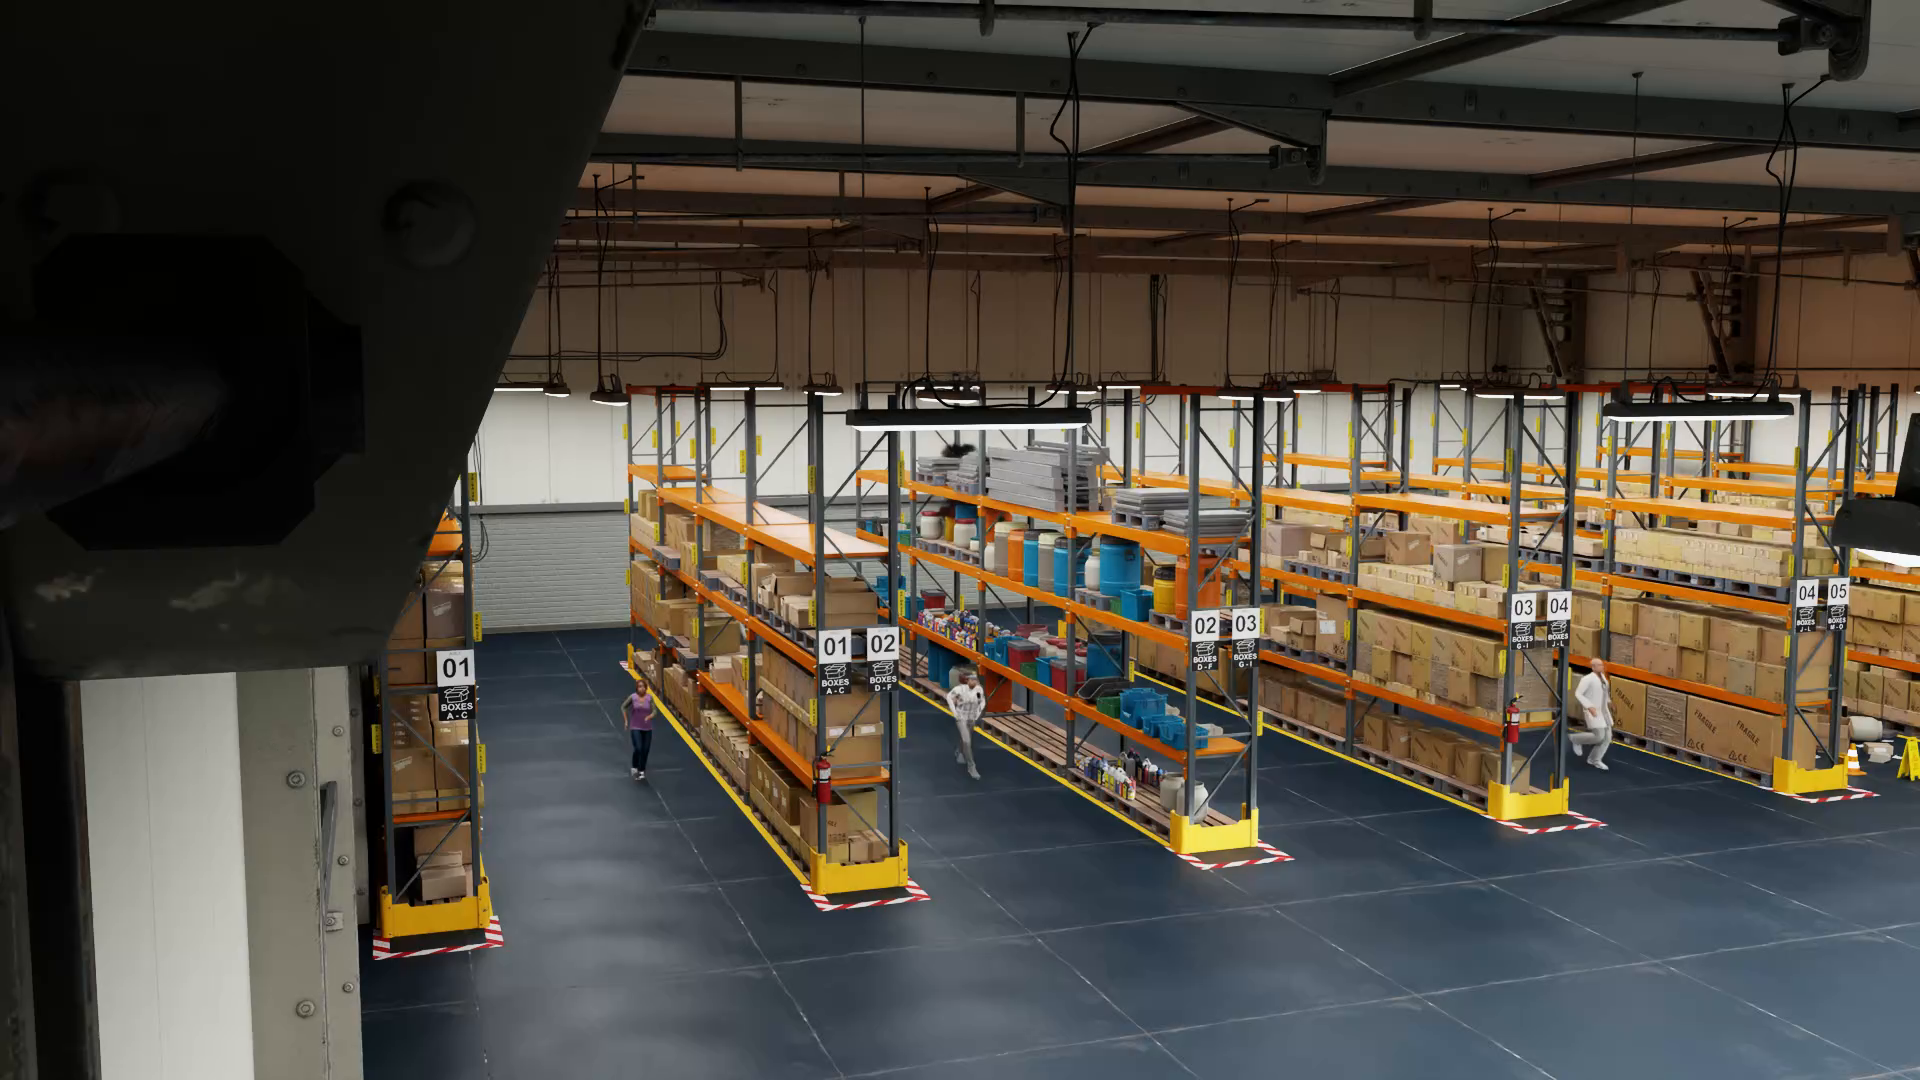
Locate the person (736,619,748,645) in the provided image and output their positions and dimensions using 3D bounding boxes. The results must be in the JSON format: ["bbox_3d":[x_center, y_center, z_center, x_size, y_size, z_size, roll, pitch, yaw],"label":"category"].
[{"bbox_3d":[-4.832,1.784,35.763,0.590,1.737,0.718,5,8,41],"label":"person"}]

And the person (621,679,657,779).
[{"bbox_3d":[-4.911,2.911,25.458,0.461,1.563,0.625,-2,6,-22],"label":"person"}]

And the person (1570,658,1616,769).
[{"bbox_3d":[10.093,2.750,26.531,0.724,1.752,0.653,-4,7,-34],"label":"person"}]

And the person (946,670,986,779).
[{"bbox_3d":[0.037,2.830,26.017,0.511,1.676,0.948,-2,6,-19],"label":"person"}]
